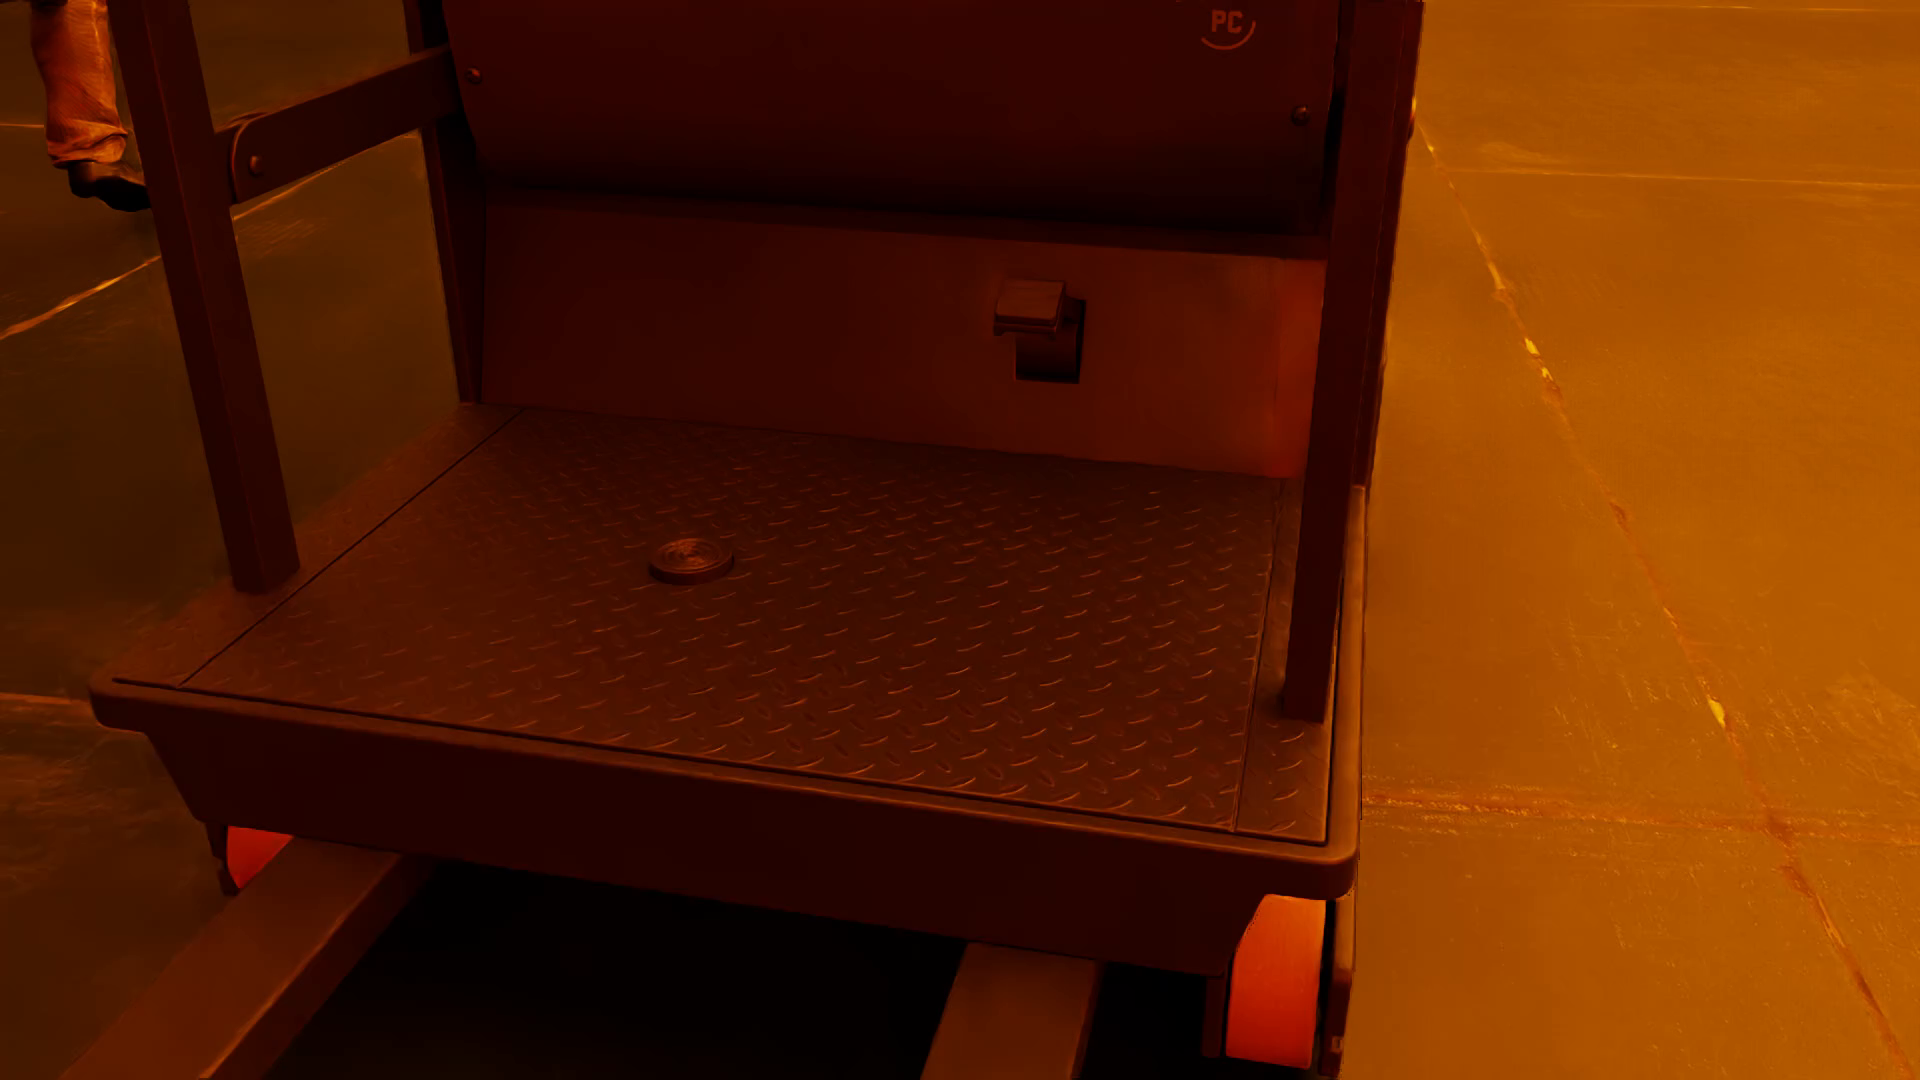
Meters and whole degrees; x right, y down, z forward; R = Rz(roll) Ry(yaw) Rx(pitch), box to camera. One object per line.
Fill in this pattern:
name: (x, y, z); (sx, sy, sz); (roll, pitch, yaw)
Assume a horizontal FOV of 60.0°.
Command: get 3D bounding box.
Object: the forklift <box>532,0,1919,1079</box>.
forklift: (0.153, -1.049, 1.319); (1.130, 2.935, 3.031); (-7, 27, -13)
